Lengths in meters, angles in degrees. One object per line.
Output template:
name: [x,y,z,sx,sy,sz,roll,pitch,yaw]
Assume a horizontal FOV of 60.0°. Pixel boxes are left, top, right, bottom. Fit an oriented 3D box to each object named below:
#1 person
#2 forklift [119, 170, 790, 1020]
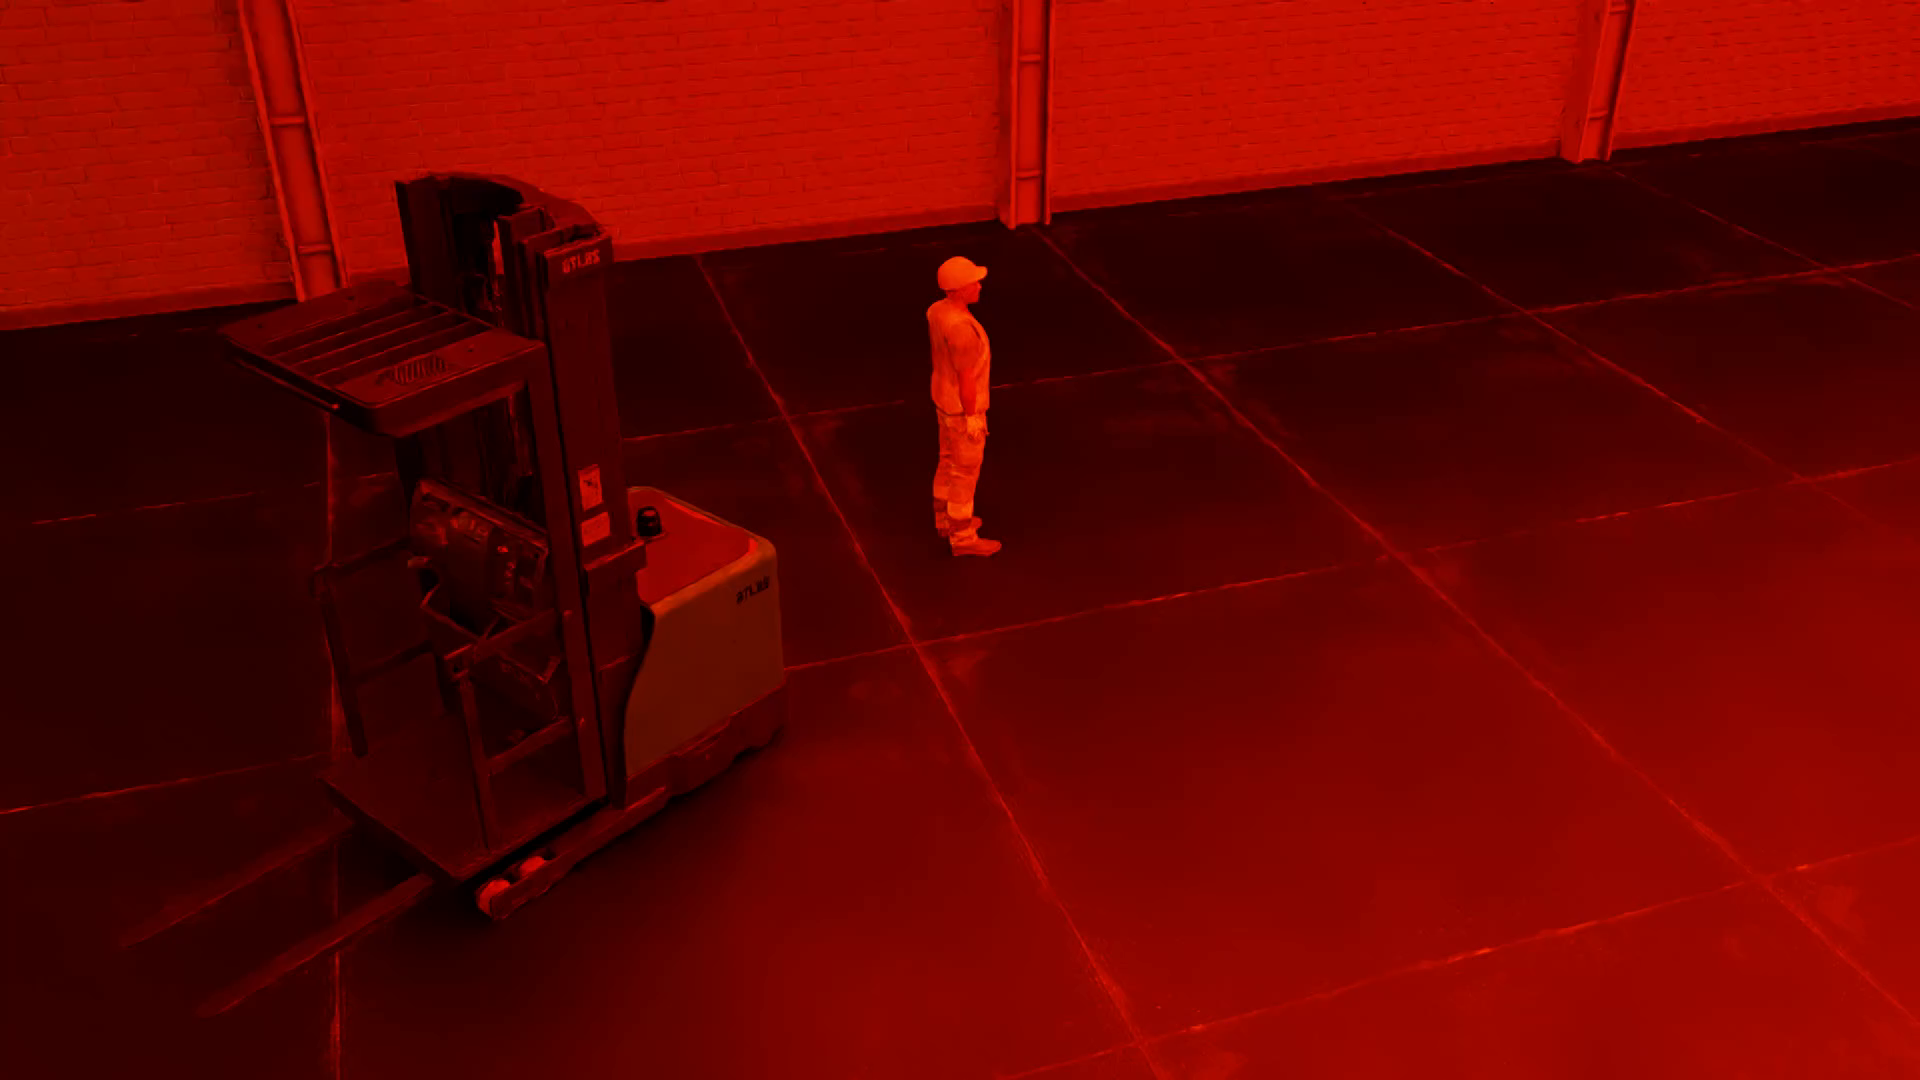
person: [0.019,-0.780,9.586,0.349,1.795,0.540,-10,31,-16]
forklift: [-2.188,0.080,6.947,1.130,2.935,3.031,23,37,34]
